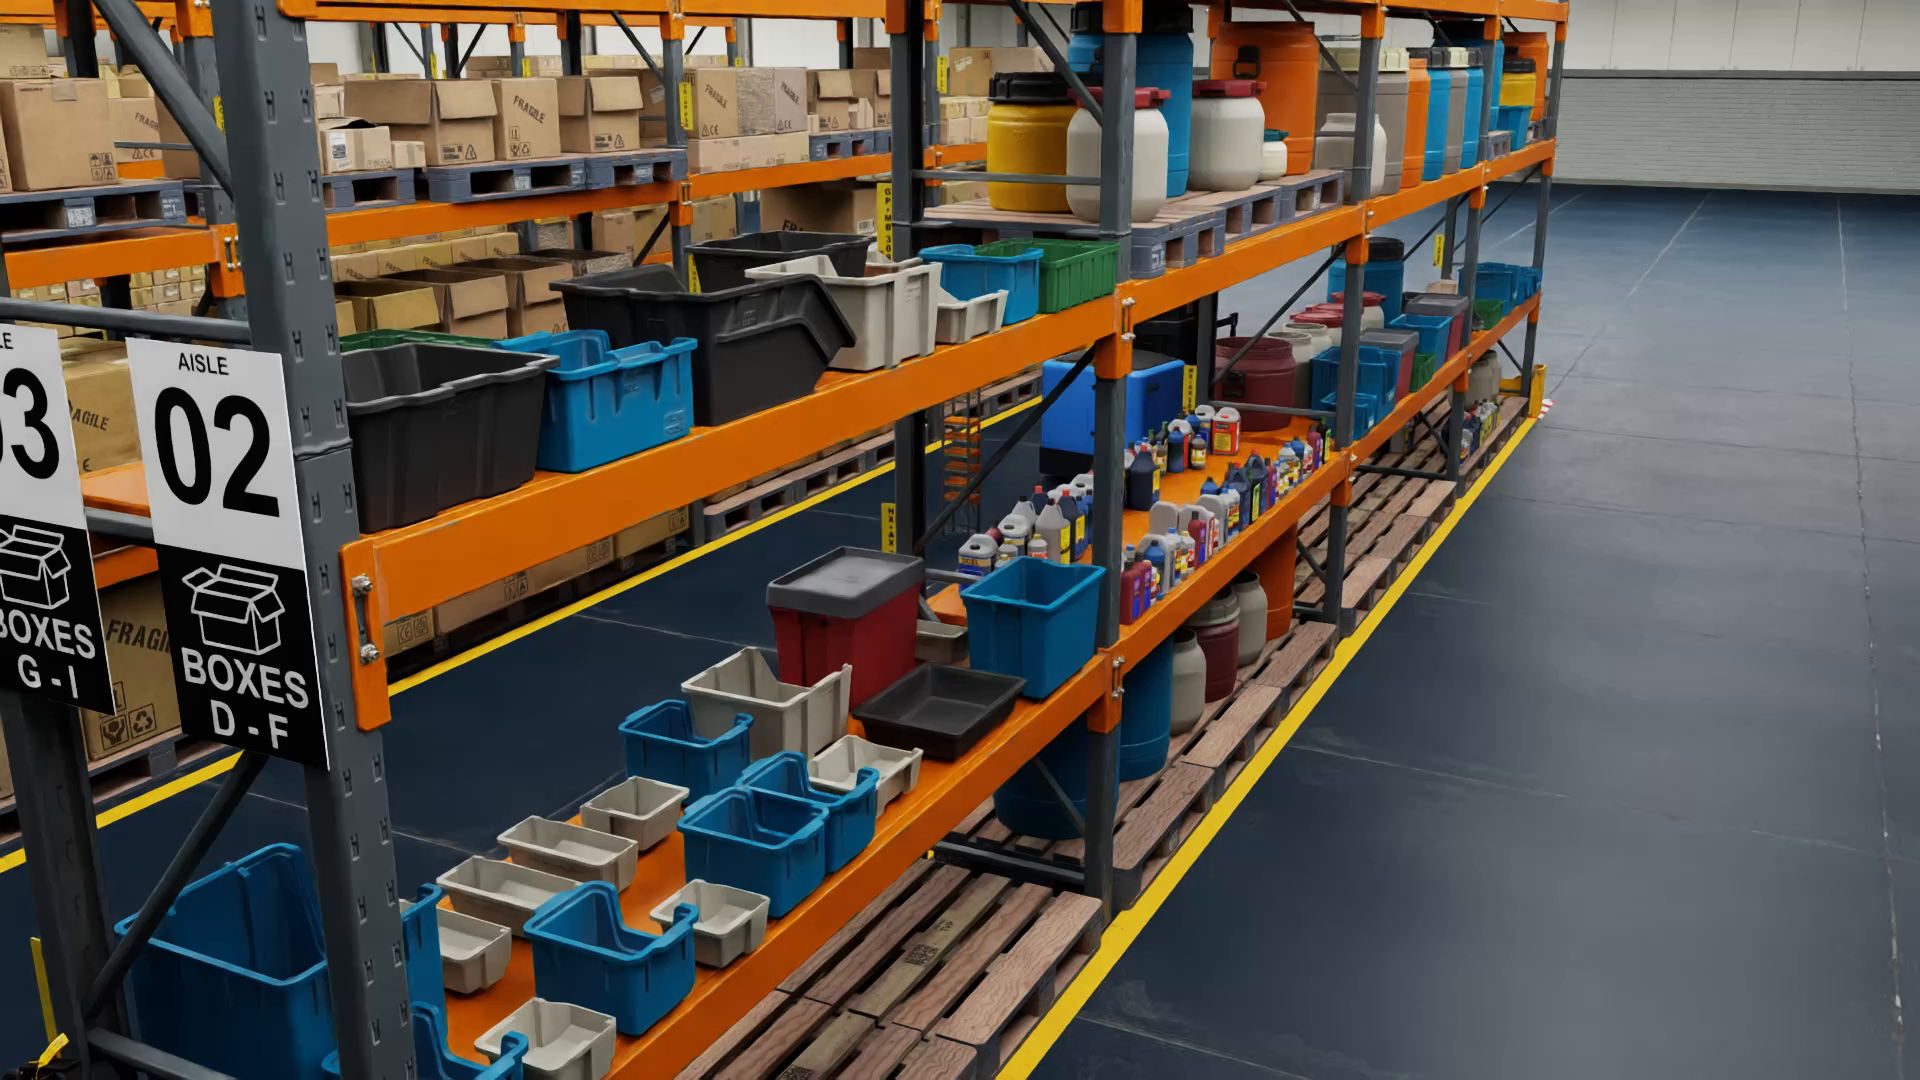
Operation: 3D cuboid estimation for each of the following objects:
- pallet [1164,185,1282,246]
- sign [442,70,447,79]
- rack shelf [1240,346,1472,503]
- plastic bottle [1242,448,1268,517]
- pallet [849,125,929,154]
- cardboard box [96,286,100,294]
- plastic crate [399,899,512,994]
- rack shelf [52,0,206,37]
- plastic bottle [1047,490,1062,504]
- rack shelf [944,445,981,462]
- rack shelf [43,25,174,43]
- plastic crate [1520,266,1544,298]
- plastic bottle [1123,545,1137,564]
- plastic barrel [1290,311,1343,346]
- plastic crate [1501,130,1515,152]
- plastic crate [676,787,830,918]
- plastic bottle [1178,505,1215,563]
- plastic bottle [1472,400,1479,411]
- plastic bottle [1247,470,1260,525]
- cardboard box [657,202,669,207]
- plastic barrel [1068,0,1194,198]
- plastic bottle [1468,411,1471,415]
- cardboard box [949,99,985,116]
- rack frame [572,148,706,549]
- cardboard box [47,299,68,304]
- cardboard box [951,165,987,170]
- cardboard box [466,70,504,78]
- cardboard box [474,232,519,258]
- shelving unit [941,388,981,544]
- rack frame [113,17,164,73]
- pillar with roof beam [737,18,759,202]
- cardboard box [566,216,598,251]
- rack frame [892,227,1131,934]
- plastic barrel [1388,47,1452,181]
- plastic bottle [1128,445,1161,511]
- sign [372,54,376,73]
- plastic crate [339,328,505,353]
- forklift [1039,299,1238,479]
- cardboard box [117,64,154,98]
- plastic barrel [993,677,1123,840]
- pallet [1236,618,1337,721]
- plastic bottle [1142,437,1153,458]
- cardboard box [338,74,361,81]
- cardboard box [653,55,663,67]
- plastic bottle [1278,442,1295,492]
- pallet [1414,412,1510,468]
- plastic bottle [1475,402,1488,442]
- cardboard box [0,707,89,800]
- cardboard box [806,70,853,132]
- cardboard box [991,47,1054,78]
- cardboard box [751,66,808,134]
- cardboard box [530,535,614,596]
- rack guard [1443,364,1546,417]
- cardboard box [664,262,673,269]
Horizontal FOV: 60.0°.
[{"bbox_3d":[0.961,-1.648,8.368,1.003,0.211,1.213,8,18,25],"label":"pallet"},{"bbox_3d":[-5.551,-4.918,17.998,0.100,0.325,0.005,8,18,25],"label":"sign"},{"bbox_3d":[2.875,-0.983,12.328,1.077,0.370,4.000,8,18,25],"label":"rack shelf"},{"bbox_3d":[1.563,-0.311,8.889,0.144,0.351,0.185,8,18,25],"label":"plastic bottle"},{"bbox_3d":[-1.033,-3.671,15.178,1.213,0.211,1.003,8,18,25],"label":"pallet"},{"bbox_3d":[-6.998,-2.089,13.448,0.380,0.149,0.250,9,19,27],"label":"cardboard box"},{"bbox_3d":[-1.391,1.086,4.456,0.396,0.136,0.243,8,18,25],"label":"plastic crate"},{"bbox_3d":[-5.131,-2.259,6.792,1.077,0.370,4.000,8,18,25],"label":"rack shelf"},{"bbox_3d":[0.470,-0.103,8.320,0.152,0.276,0.135,8,18,25],"label":"plastic bottle"},{"bbox_3d":[0.006,-0.651,12.844,0.258,0.103,0.180,8,18,25],"label":"rack shelf"},{"bbox_3d":[-13.076,-7.207,23.451,1.077,0.370,4.000,8,18,25],"label":"rack shelf"},{"bbox_3d":[5.600,-2.619,16.835,0.499,0.251,0.616,8,18,25],"label":"plastic crate"},{"bbox_3d":[0.785,0.122,7.694,0.097,0.201,0.097,0,17,0],"label":"plastic bottle"},{"bbox_3d":[2.624,-1.389,12.195,0.433,0.535,0.433,0,17,0],"label":"plastic barrel"},{"bbox_3d":[4.717,-3.541,14.781,0.336,0.188,0.450,8,18,25],"label":"plastic crate"},{"bbox_3d":[-0.600,0.915,4.865,0.416,0.233,0.300,8,18,25],"label":"plastic crate"},{"bbox_3d":[1.156,-0.045,8.126,0.152,0.276,0.135,8,18,25],"label":"plastic bottle"},{"bbox_3d":[4.895,-1.194,15.773,0.061,0.283,0.133,8,18,25],"label":"plastic bottle"},{"bbox_3d":[1.530,-0.233,8.744,0.061,0.283,0.133,8,18,25],"label":"plastic bottle"},{"bbox_3d":[-4.002,-4.366,20.294,0.875,0.550,0.550,8,18,25],"label":"cardboard box"},{"bbox_3d":[0.820,-2.133,8.051,0.600,0.901,0.708,8,18,25],"label":"plastic barrel"},{"bbox_3d":[4.809,-1.117,15.658,0.097,0.201,0.097,0,17,0],"label":"plastic bottle"},{"bbox_3d":[0.028,-4.279,16.457,0.380,0.149,0.250,9,19,27],"label":"cardboard box"},{"bbox_3d":[-2.449,-1.448,12.632,1.000,3.000,0.127,8,18,25],"label":"rack frame"},{"bbox_3d":[-7.229,-1.816,13.051,0.380,0.149,0.250,9,19,27],"label":"cardboard box"},{"bbox_3d":[0.184,-3.796,18.084,0.500,0.500,0.500,8,18,25],"label":"cardboard box"},{"bbox_3d":[-5.064,-5.040,18.284,0.500,0.250,0.500,8,18,25],"label":"cardboard box"},{"bbox_3d":[-5.048,-3.005,17.698,0.500,0.500,0.500,8,18,25],"label":"cardboard box"},{"bbox_3d":[0.006,-0.579,12.866,0.258,1.200,0.189,8,18,25],"label":"shelving unit"},{"bbox_3d":[-6.842,-4.981,13.989,1.000,3.000,0.127,8,18,25],"label":"rack frame"},{"bbox_3d":[-1.406,-12.228,38.388,9.100,9.000,0.400,8,18,25],"label":"pillar with roof beam"},{"bbox_3d":[-4.675,-3.434,19.055,0.875,0.550,0.550,8,18,25],"label":"cardboard box"},{"bbox_3d":[0.194,0.201,7.080,1.000,3.000,0.127,8,18,25],"label":"rack frame"},{"bbox_3d":[3.151,-3.025,11.792,0.600,0.901,0.708,8,18,25],"label":"plastic barrel"},{"bbox_3d":[1.001,-0.347,9.011,0.144,0.351,0.185,8,18,25],"label":"plastic bottle"},{"bbox_3d":[-8.226,-6.673,23.419,0.100,0.325,0.005,8,18,25],"label":"sign"},{"bbox_3d":[-1.408,-0.404,4.221,0.450,0.188,0.336,8,18,25],"label":"plastic crate"},{"bbox_3d":[1.960,-2.207,15.307,1.130,2.935,3.031,11,20,33],"label":"forklift"},{"bbox_3d":[-6.790,-3.822,13.835,0.396,0.266,0.258,8,18,25],"label":"cardboard box"},{"bbox_3d":[0.453,0.869,7.779,0.600,0.901,0.708,8,18,25],"label":"plastic barrel"},{"bbox_3d":[1.667,0.725,10.214,1.003,0.211,1.213,8,18,25],"label":"pallet"},{"bbox_3d":[1.053,-0.451,9.500,0.097,0.271,0.097,0,17,0],"label":"plastic bottle"},{"bbox_3d":[-8.150,-6.075,21.983,0.380,0.149,0.250,8,18,25],"label":"cardboard box"},{"bbox_3d":[-3.682,-5.639,19.601,0.380,0.149,0.250,8,18,25],"label":"cardboard box"},{"bbox_3d":[1.837,-0.414,9.376,0.097,0.271,0.097,0,17,0],"label":"plastic bottle"},{"bbox_3d":[4.650,-0.978,15.946,1.003,0.211,1.213,8,18,25],"label":"pallet"},{"bbox_3d":[4.775,-1.087,15.296,0.144,0.351,0.185,8,18,25],"label":"plastic bottle"},{"bbox_3d":[-5.005,0.775,8.141,0.875,0.875,0.875,8,18,25],"label":"cardboard box"},{"bbox_3d":[-1.381,-3.809,14.392,0.797,0.503,0.637,9,19,28],"label":"cardboard box"},{"bbox_3d":[0.659,-4.927,17.500,0.500,0.500,0.500,8,18,25],"label":"cardboard box"},{"bbox_3d":[-1.561,-3.518,13.280,0.500,0.500,0.500,8,18,24],"label":"cardboard box"},{"bbox_3d":[-3.182,-0.232,11.531,1.225,0.875,0.875,8,18,26],"label":"cardboard box"},{"bbox_3d":[5.564,-1.632,17.642,1.175,0.500,0.348,8,18,25],"label":"rack guard"},{"bbox_3d":[-2.084,-1.995,13.560,0.700,0.500,0.500,11,20,33],"label":"cardboard box"}]
